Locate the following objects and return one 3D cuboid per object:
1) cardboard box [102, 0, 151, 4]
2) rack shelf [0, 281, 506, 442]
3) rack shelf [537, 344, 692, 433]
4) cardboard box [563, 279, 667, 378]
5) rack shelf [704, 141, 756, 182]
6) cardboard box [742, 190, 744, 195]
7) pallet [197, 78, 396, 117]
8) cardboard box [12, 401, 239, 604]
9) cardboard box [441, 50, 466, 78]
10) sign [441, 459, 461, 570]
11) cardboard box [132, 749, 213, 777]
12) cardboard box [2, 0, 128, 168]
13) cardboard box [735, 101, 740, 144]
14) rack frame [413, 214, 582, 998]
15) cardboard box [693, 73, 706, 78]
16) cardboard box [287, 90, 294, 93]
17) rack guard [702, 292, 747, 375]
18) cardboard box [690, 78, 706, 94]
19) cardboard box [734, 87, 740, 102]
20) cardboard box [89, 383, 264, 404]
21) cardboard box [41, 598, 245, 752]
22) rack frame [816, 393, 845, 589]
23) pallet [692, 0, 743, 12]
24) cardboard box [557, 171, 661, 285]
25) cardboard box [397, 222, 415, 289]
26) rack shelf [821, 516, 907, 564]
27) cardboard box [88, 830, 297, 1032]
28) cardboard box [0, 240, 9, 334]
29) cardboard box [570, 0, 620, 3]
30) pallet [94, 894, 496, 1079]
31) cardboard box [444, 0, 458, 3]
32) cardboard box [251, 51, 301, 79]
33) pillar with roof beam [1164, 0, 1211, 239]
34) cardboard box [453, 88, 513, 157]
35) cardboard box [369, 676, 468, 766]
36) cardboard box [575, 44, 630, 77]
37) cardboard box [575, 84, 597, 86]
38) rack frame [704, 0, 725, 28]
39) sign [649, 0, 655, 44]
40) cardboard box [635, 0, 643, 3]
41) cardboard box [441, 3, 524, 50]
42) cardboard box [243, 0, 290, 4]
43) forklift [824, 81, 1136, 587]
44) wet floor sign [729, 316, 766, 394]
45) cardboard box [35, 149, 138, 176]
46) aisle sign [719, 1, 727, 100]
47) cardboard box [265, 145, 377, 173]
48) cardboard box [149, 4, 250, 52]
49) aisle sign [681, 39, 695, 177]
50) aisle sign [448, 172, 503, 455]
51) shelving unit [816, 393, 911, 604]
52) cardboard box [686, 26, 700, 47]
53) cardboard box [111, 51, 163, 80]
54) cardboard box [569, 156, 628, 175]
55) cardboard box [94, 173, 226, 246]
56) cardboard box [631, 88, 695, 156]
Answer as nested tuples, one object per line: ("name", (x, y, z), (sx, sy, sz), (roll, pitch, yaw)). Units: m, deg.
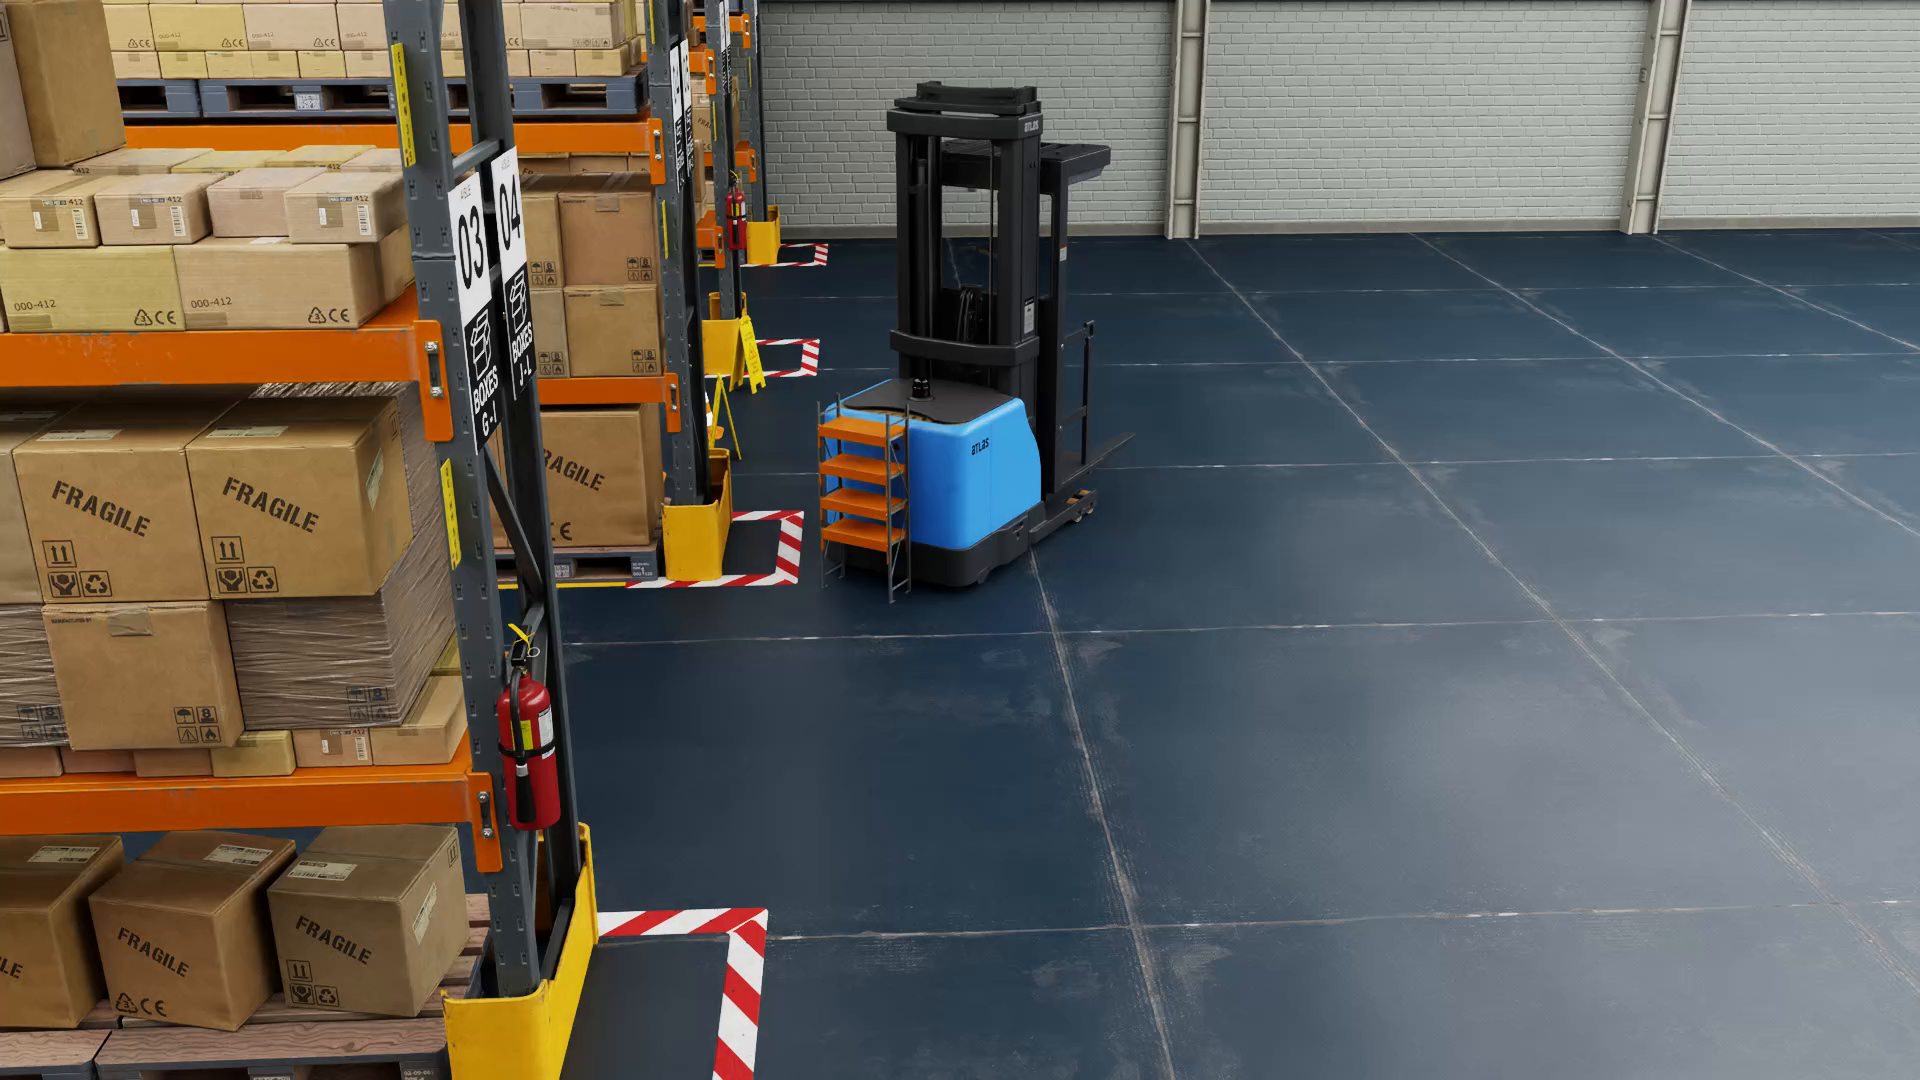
("cardboard box", (-4.585, -3.071, 9.258), (0.250, 0.149, 0.380), (-1, 21, -4))
("rack shelf", (-3.550, -0.611, 5.305), (4.000, 0.370, 1.077), (-1, 21, -3))
("rack shelf", (-3.732, -0.973, 10.472), (4.000, 0.370, 1.077), (-1, 21, -3))
("cardboard box", (-2.103, -1.396, 10.362), (0.550, 0.550, 0.875), (-1, 21, -3))
("rack shelf", (-4.402, -4.493, 19.716), (4.000, 0.370, 1.077), (-1, 21, -3))
("cardboard box", (-2.887, -4.078, 20.189), (0.500, 0.250, 0.500), (-1, 21, -2))
("pallet", (-3.696, -2.666, 9.815), (1.213, 0.211, 1.003), (-1, 21, -3))
("cardboard box", (-2.587, -0.128, 5.277), (0.500, 0.500, 0.500), (-1, 21, -3))
("cardboard box", (-2.808, -2.735, 9.495), (0.250, 0.149, 0.380), (-1, 21, -3))
("sign", (-1.541, -0.077, 5.036), (0.005, 0.325, 0.100), (-1, 21, -3))
("cardboard box", (-2.572, 0.639, 5.581), (0.250, 0.149, 0.380), (-1, 21, -3))
("cardboard box", (-3.050, -1.473, 5.297), (0.500, 0.500, 0.500), (-1, 21, -3))
("cardboard box", (-2.916, -5.005, 19.910), (0.500, 0.500, 0.500), (0, 21, -1))
("rack frame", (-1.553, 0.414, 5.817), (0.127, 3.000, 1.000), (-1, 21, -3))
("cardboard box", (-3.022, -5.444, 19.734), (0.250, 0.149, 0.380), (0, 21, -1))
("cardboard box", (-5.660, -3.610, 14.423), (0.500, 0.500, 0.700), (-1, 21, -4))
("rack guard", (-2.194, -1.936, 15.504), (0.348, 0.500, 1.175), (-1, 21, -3))
("cardboard box", (-2.996, -5.260, 19.251), (0.250, 0.149, 0.380), (-1, 21, -3))
("cardboard box", (-2.759, -5.304, 19.786), (0.250, 0.149, 0.380), (-2, 21, -4))
("cardboard box", (-2.617, -0.317, 5.774), (0.500, 0.500, 0.500), (-1, 21, -3))
("cardboard box", (-2.596, 0.283, 5.604), (0.500, 0.500, 0.875), (-1, 21, -3))
("rack frame", (-0.794, -0.295, 10.209), (0.015, 1.200, 0.240), (11, 24, 27))
("pallet", (-3.113, -6.225, 19.163), (1.213, 0.211, 1.003), (-1, 21, -3))
("cardboard box", (-2.108, -1.931, 10.248), (0.550, 0.550, 0.875), (-1, 21, -3))
("cardboard box", (-2.049, -1.000, 5.526), (0.500, 0.250, 0.500), (-1, 21, -1))
("rack shelf", (-0.581, -0.004, 10.192), (0.480, 0.148, 0.258), (11, 24, 27))
("cardboard box", (-2.772, 1.417, 6.106), (0.500, 0.500, 0.500), (4, 21, 11))
("cardboard box", (-3.030, -0.799, 4.999), (0.500, 0.250, 0.500), (-1, 21, -2))
("cardboard box", (-2.052, -3.122, 9.393), (0.250, 0.149, 0.380), (-1, 21, -3))
("pallet", (-2.442, 1.723, 6.299), (1.213, 0.211, 1.003), (-1, 21, -3))
("cardboard box", (-2.816, -3.107, 9.352), (0.250, 0.149, 0.380), (-1, 21, -2))
("cardboard box", (-3.827, -2.714, 9.439), (0.250, 0.149, 0.380), (-1, 21, -2))
("pillar with roof beam", (3.084, -6.572, 15.735), (0.400, 9.000, 9.100), (-1, 21, -3))
("cardboard box", (-4.131, -3.656, 14.544), (0.500, 0.500, 0.700), (-1, 21, -3))
("cardboard box", (-1.826, 0.611, 5.654), (0.250, 0.149, 0.380), (-1, 21, -3))
("cardboard box", (-2.048, -2.750, 9.535), (0.250, 0.149, 0.380), (-1, 21, -3))
("cardboard box", (-4.282, -5.243, 19.206), (0.250, 0.149, 0.380), (-1, 21, -2))
("rack frame", (-2.119, -5.910, 13.996), (0.127, 3.000, 1.000), (-1, 21, -3))
("sign", (-1.718, -2.935, 9.266), (0.005, 0.325, 0.100), (-1, 21, -3))
("cardboard box", (-2.699, -4.660, 14.161), (0.250, 0.149, 0.380), (-1, 21, -2))
("cardboard box", (-2.707, -2.944, 9.485), (0.500, 0.250, 0.500), (-1, 21, -3))
("cardboard box", (-3.827, -3.086, 9.297), (0.250, 0.149, 0.380), (-1, 21, -3))
("forklift", (0.304, -1.563, 11.107), (1.130, 2.935, 3.031), (11, 24, 27))
("wet floor sign", (-1.868, -1.630, 14.494), (0.232, 0.644, 0.267), (6, 22, 16))
("cardboard box", (-2.869, -1.177, 5.431), (0.250, 0.149, 0.380), (-1, 21, -3))
("aisle sign", (-2.040, -4.219, 14.334), (0.004, 0.787, 0.394), (-1, 21, -3))
("cardboard box", (-2.105, -1.210, 5.517), (0.250, 0.149, 0.380), (-1, 21, -2))
("cardboard box", (-4.217, -2.914, 9.405), (0.500, 0.250, 0.500), (-1, 21, -4))
("aisle sign", (-1.681, -2.673, 10.272), (0.004, 0.787, 0.394), (-1, 21, -3))
("aisle sign", (-1.474, -0.695, 5.078), (0.004, 0.787, 0.394), (-1, 21, -3))
("shelving unit", (-0.581, -0.252, 10.097), (0.503, 1.200, 0.258), (11, 24, 27))
("cardboard box", (-2.468, -4.499, 14.860), (0.250, 0.149, 0.380), (-1, 21, -3))
("cardboard box", (-4.588, -2.698, 9.399), (0.250, 0.149, 0.380), (-1, 21, -4))
("cardboard box", (-3.145, -3.174, 14.685), (0.500, 0.500, 0.500), (-1, 21, -3))
("cardboard box", (-2.346, -0.979, 4.912), (0.250, 0.149, 0.380), (-2, 21, -5))
("cardboard box", (-2.616, -3.671, 14.584), (0.500, 0.500, 0.700), (-2, 21, -4))
